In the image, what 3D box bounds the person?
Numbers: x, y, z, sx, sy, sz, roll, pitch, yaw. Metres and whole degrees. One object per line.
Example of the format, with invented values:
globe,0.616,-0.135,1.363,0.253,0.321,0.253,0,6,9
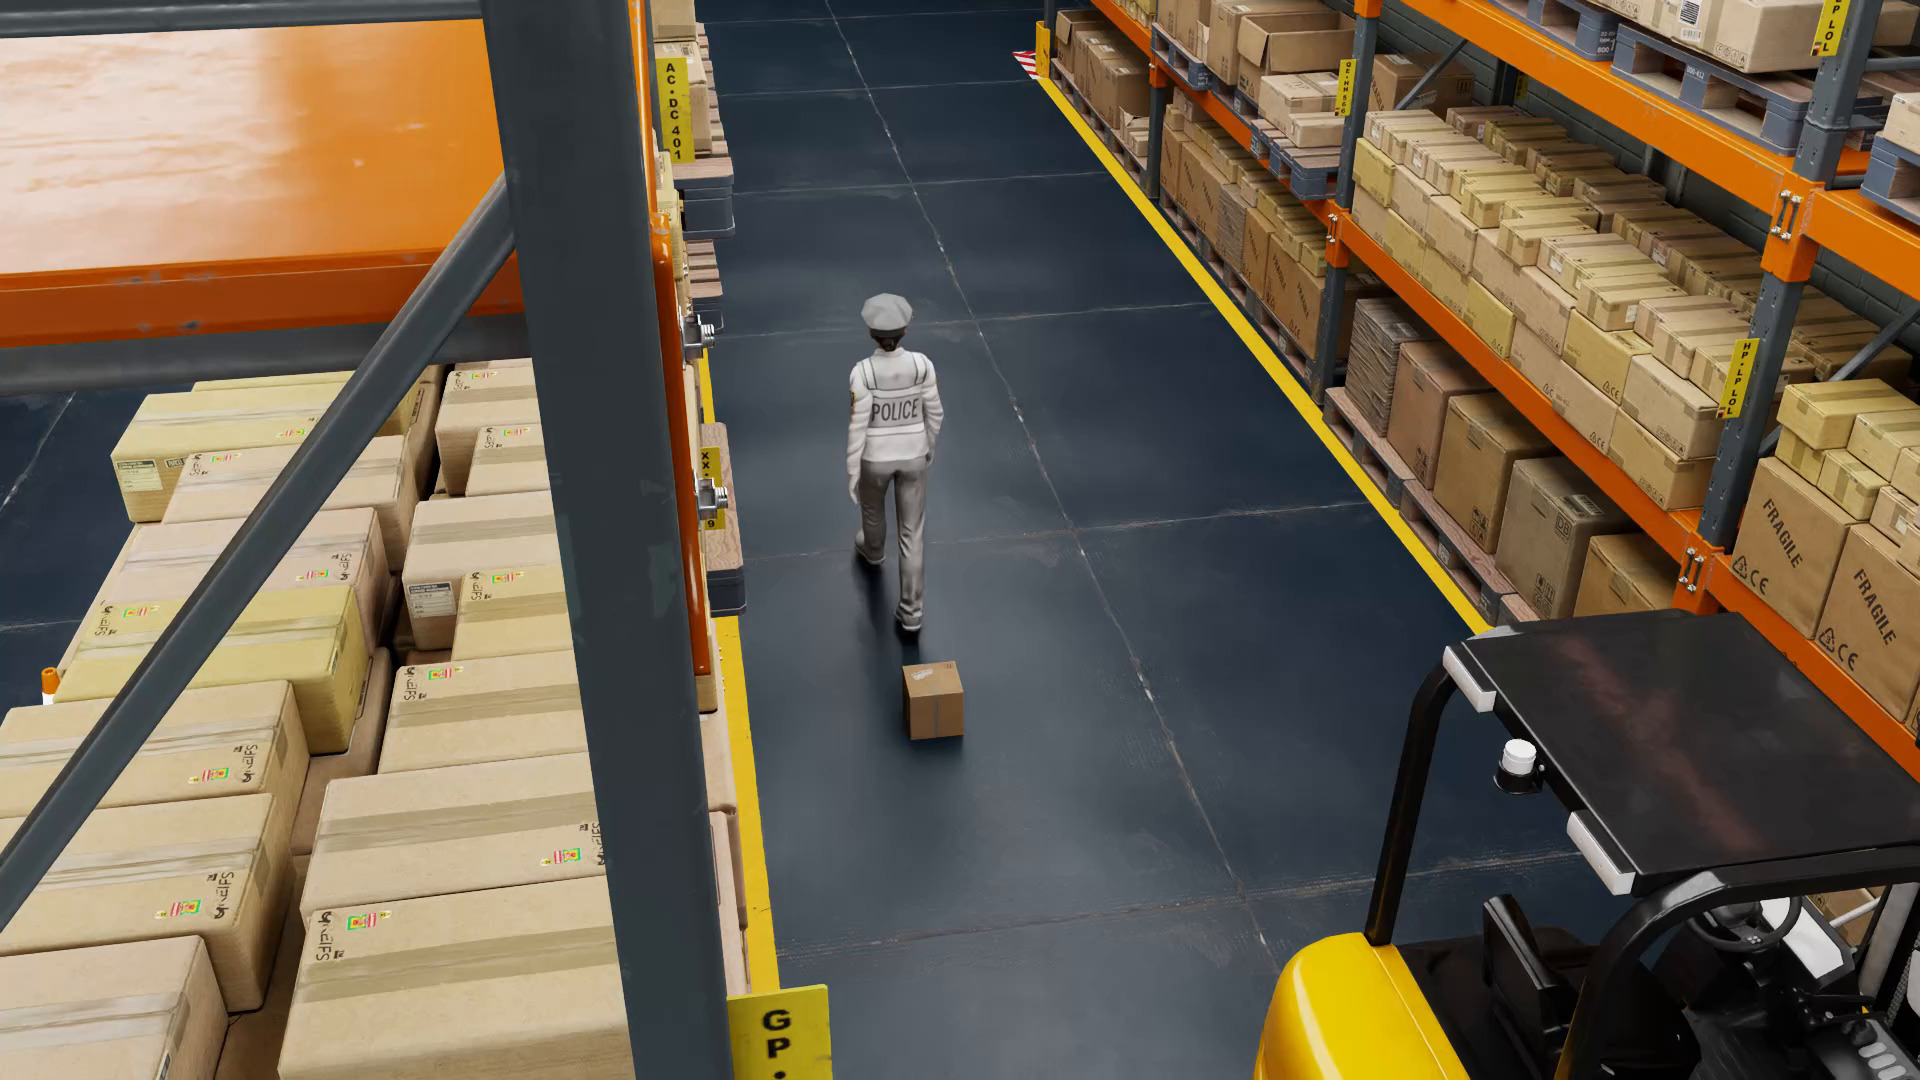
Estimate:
person,-0.332,-0.449,8.357,0.515,1.610,1.008,-5,31,-8
